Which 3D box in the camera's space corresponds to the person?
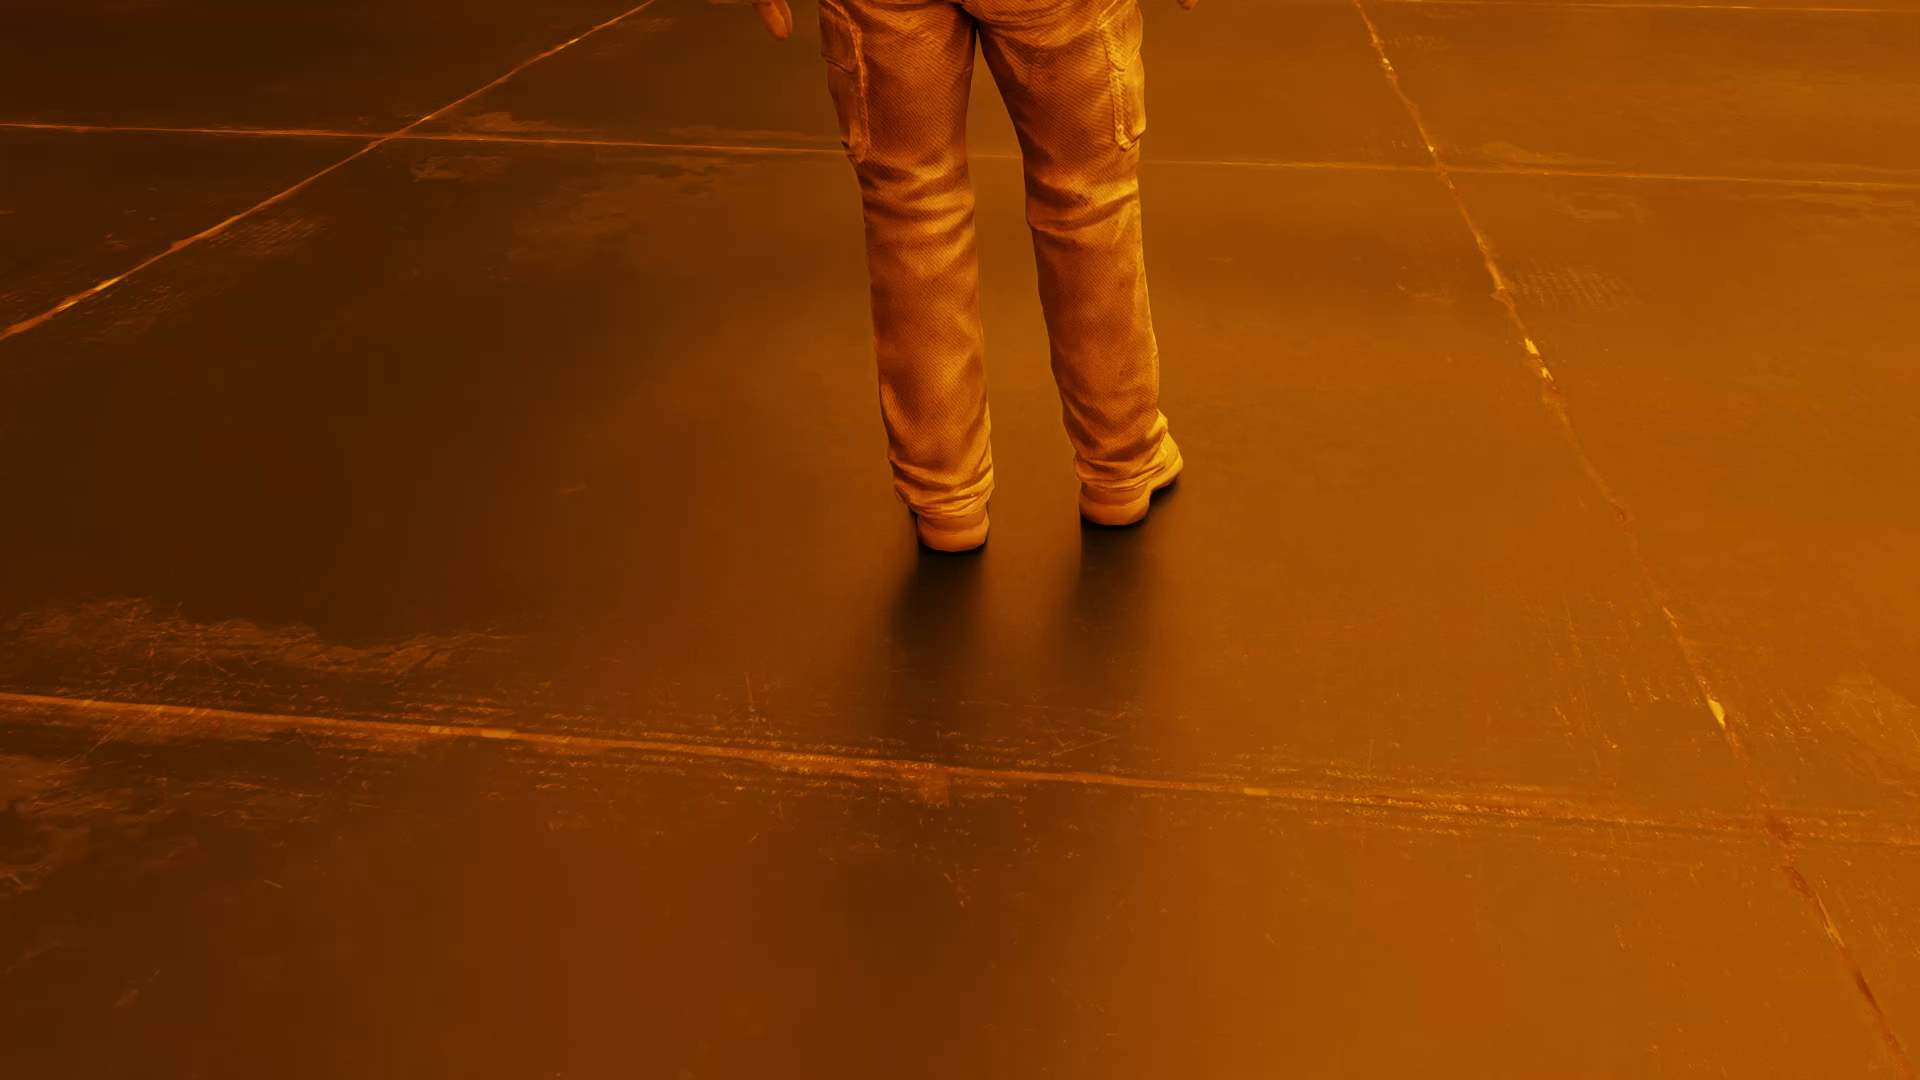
[{"bbox_3d":[0.018,-0.836,2.161,0.656,1.782,0.577,3,27,7],"label":"person"}]
